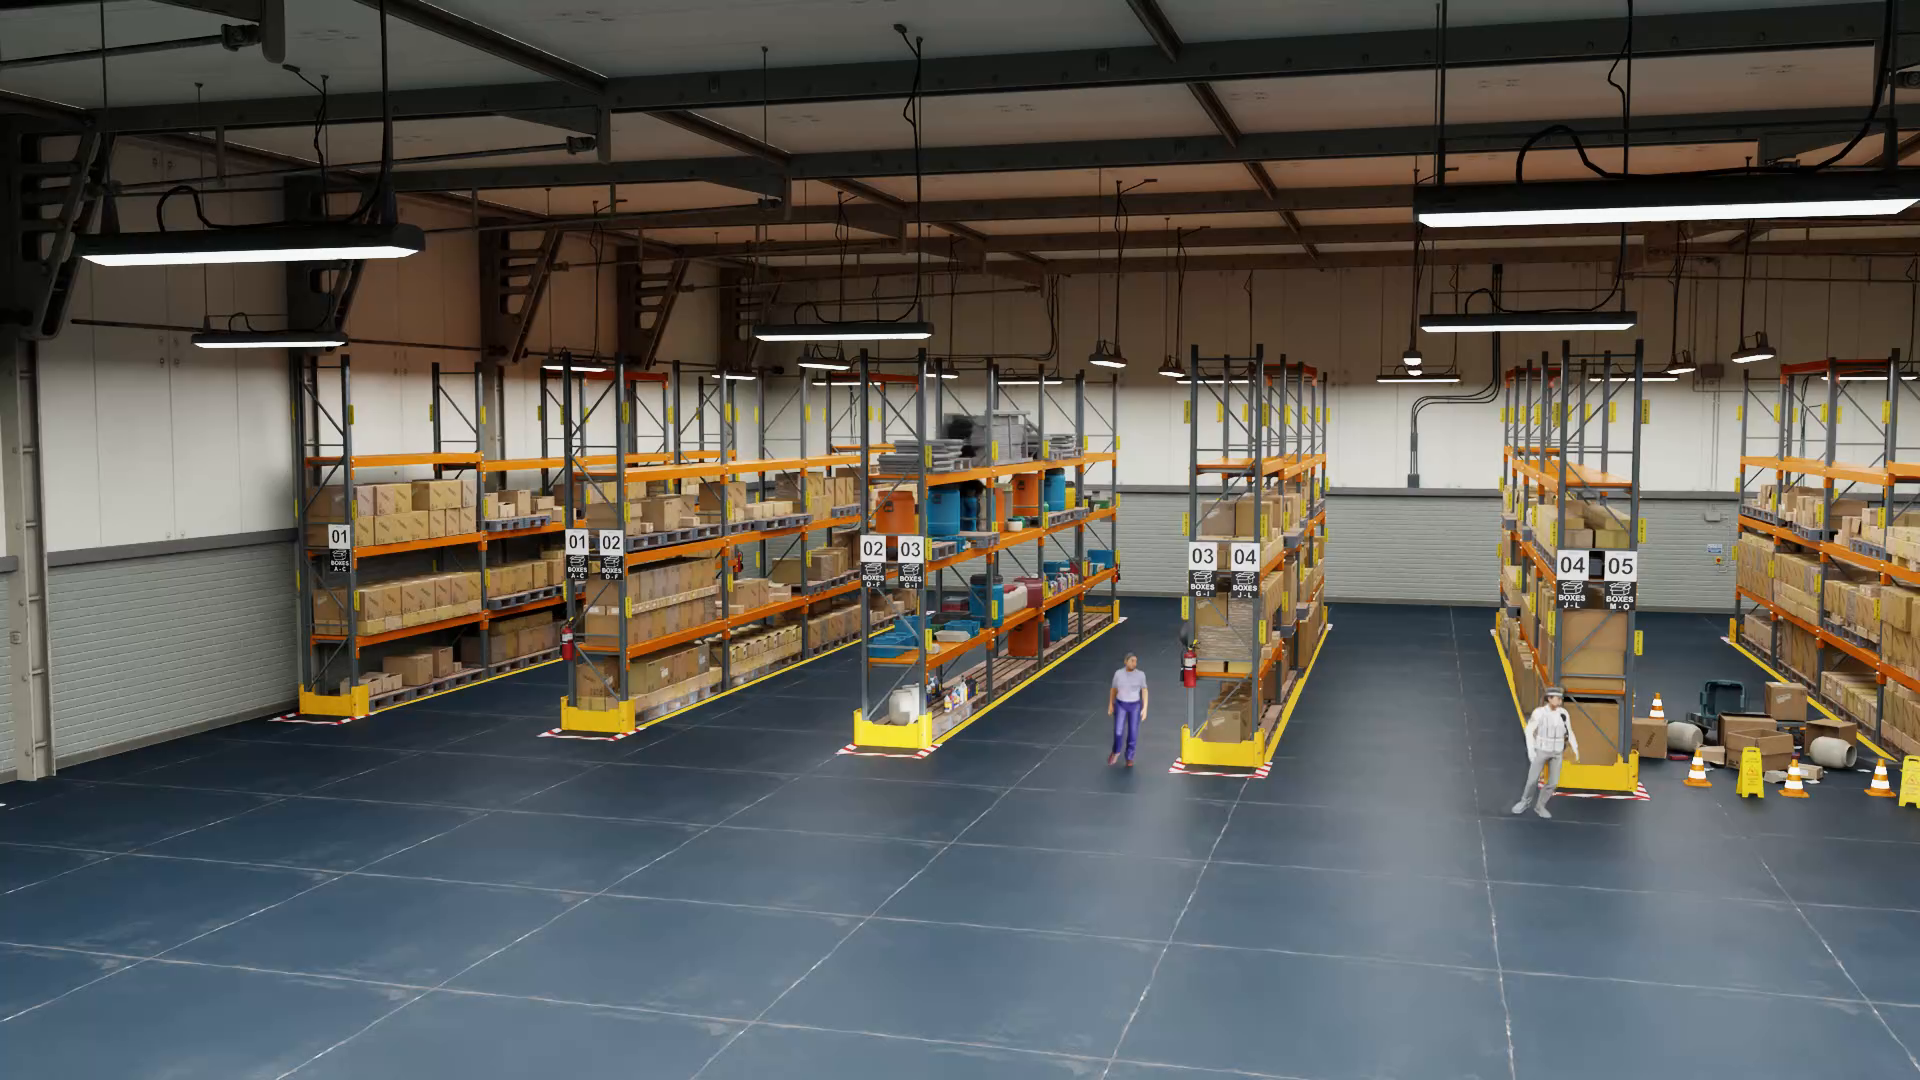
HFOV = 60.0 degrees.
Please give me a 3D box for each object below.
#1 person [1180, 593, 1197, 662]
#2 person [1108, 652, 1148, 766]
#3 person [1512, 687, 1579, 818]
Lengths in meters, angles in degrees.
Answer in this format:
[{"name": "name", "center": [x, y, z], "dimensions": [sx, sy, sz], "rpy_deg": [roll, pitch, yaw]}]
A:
[{"name": "person", "center": [4.741, 1.739, 33.625], "dimensions": [0.569, 1.433, 1.095], "rpy_deg": [3, 5, 32]}, {"name": "person", "center": [2.384, 2.406, 23.626], "dimensions": [0.558, 1.634, 0.468], "rpy_deg": [0, 4, 2]}, {"name": "person", "center": [7.278, 2.647, 20.635], "dimensions": [0.712, 1.663, 0.563], "rpy_deg": [-1, 4, -8]}]
